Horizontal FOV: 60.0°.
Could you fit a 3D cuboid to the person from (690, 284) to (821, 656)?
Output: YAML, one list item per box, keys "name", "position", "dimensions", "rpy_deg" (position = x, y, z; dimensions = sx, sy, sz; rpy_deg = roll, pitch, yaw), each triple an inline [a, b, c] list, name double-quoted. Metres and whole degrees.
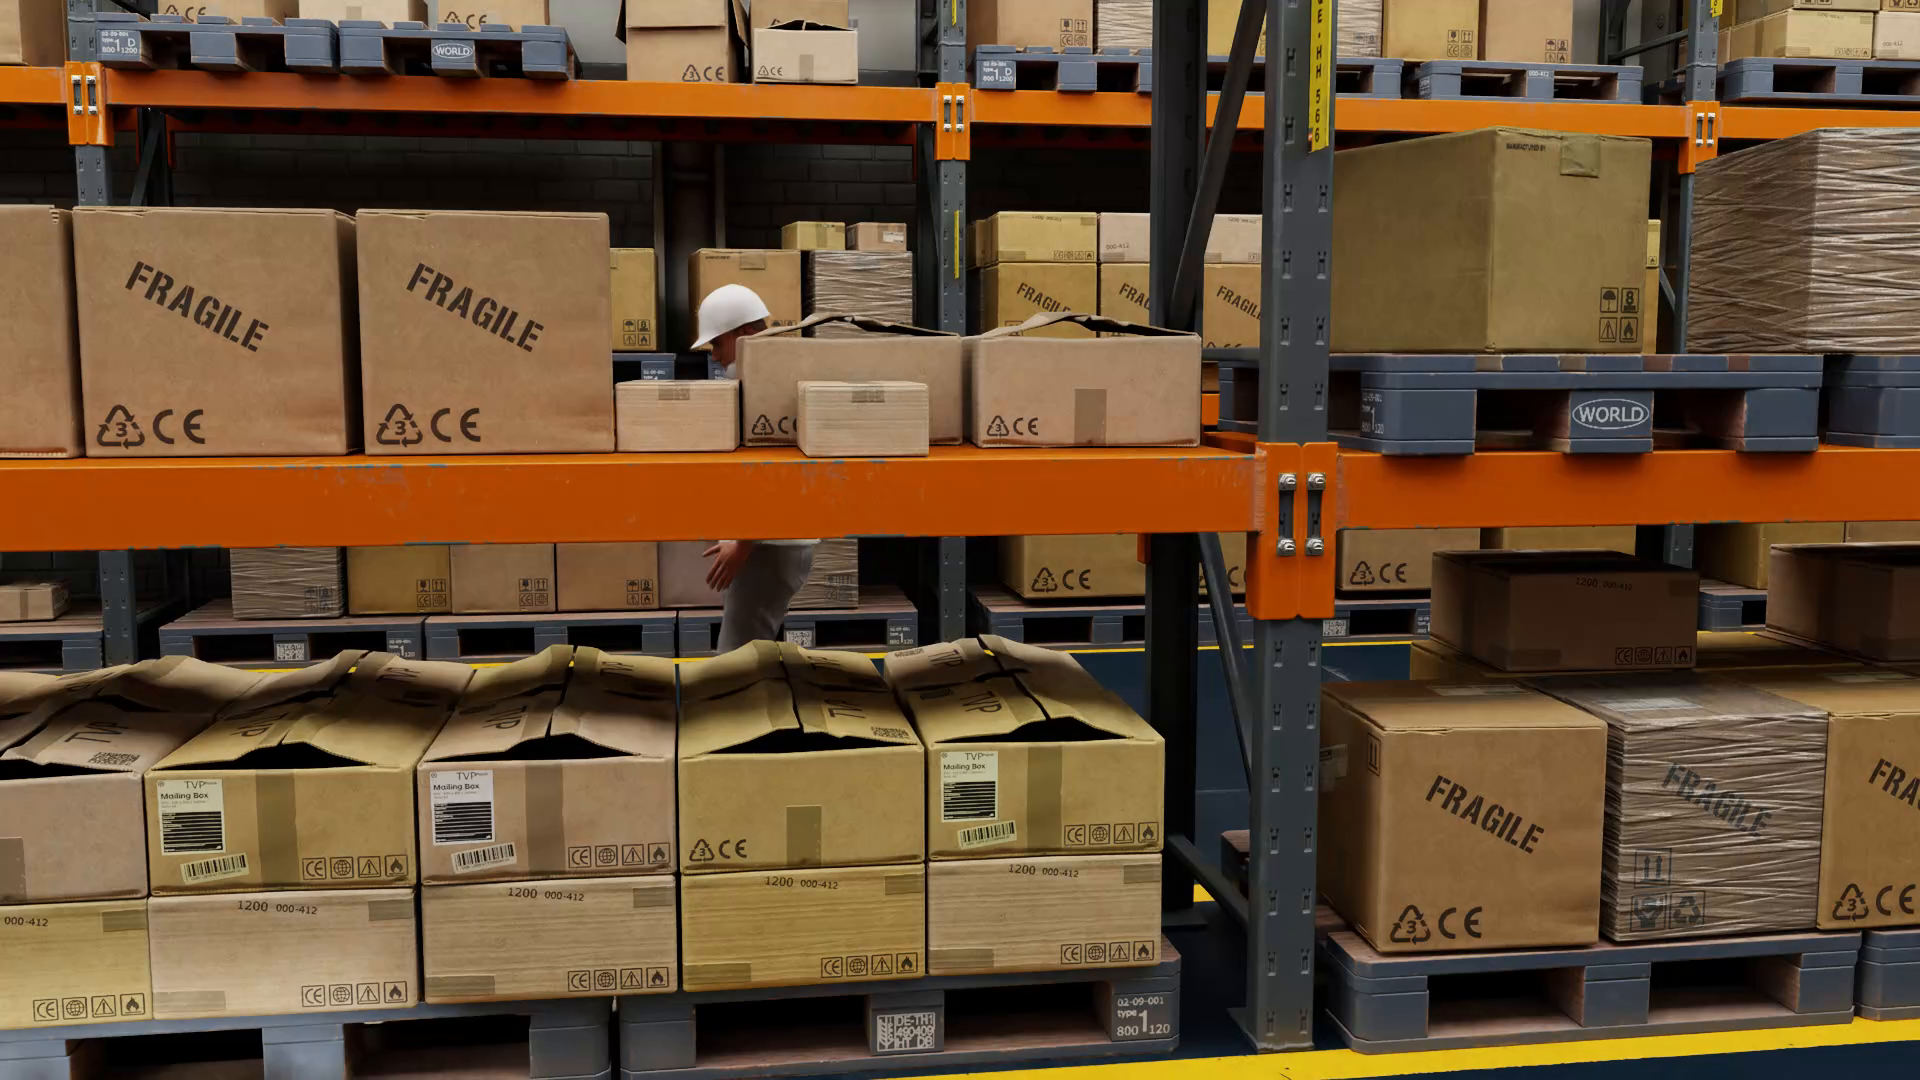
- name: "person"
  position: [-0.688, 0.015, 5.638]
  dimensions: [0.427, 1.743, 0.549]
  rpy_deg: [-1, 6, -7]
